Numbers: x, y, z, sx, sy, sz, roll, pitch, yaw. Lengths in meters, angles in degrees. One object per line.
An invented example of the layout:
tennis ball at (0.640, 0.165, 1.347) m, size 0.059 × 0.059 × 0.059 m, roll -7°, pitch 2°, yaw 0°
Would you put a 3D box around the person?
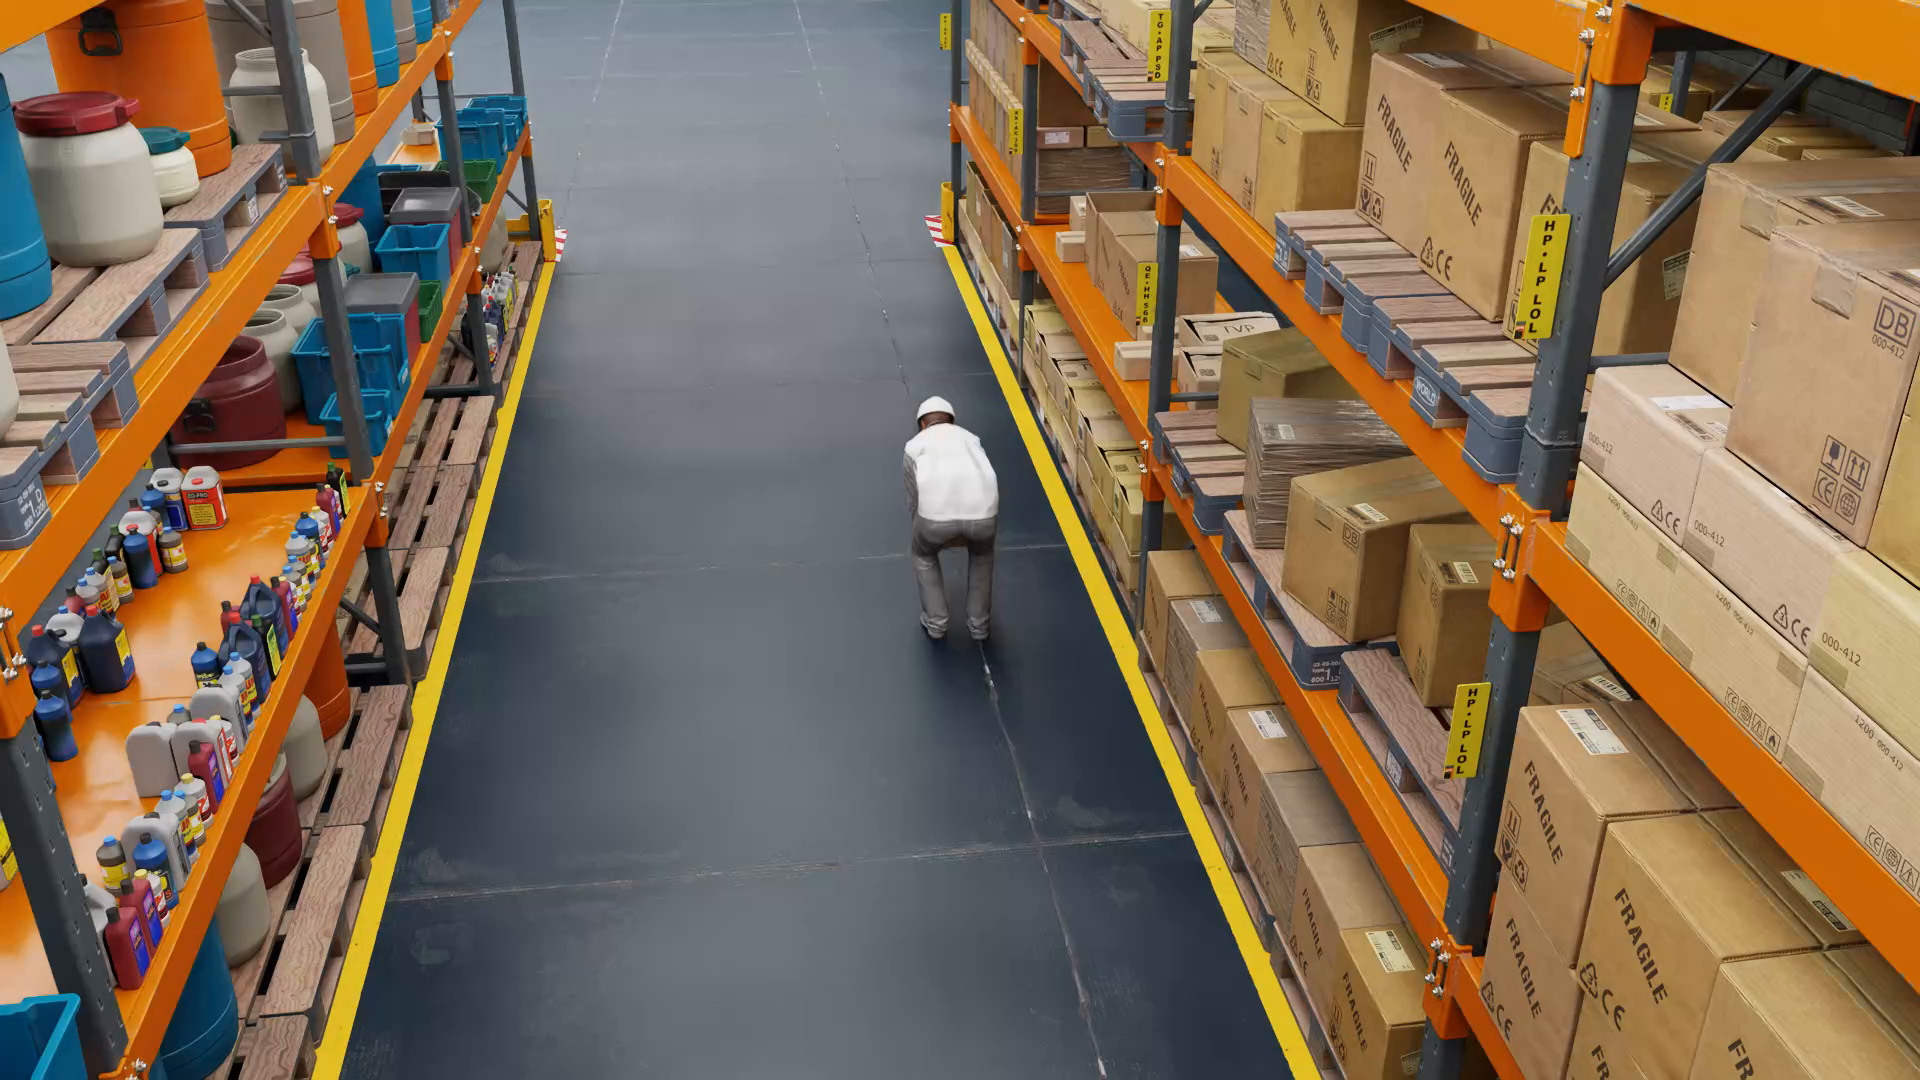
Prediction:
person at (-0.066, -0.118, 9.424) m, size 0.481 × 1.227 × 0.975 m, roll -4°, pitch 27°, yaw -9°
